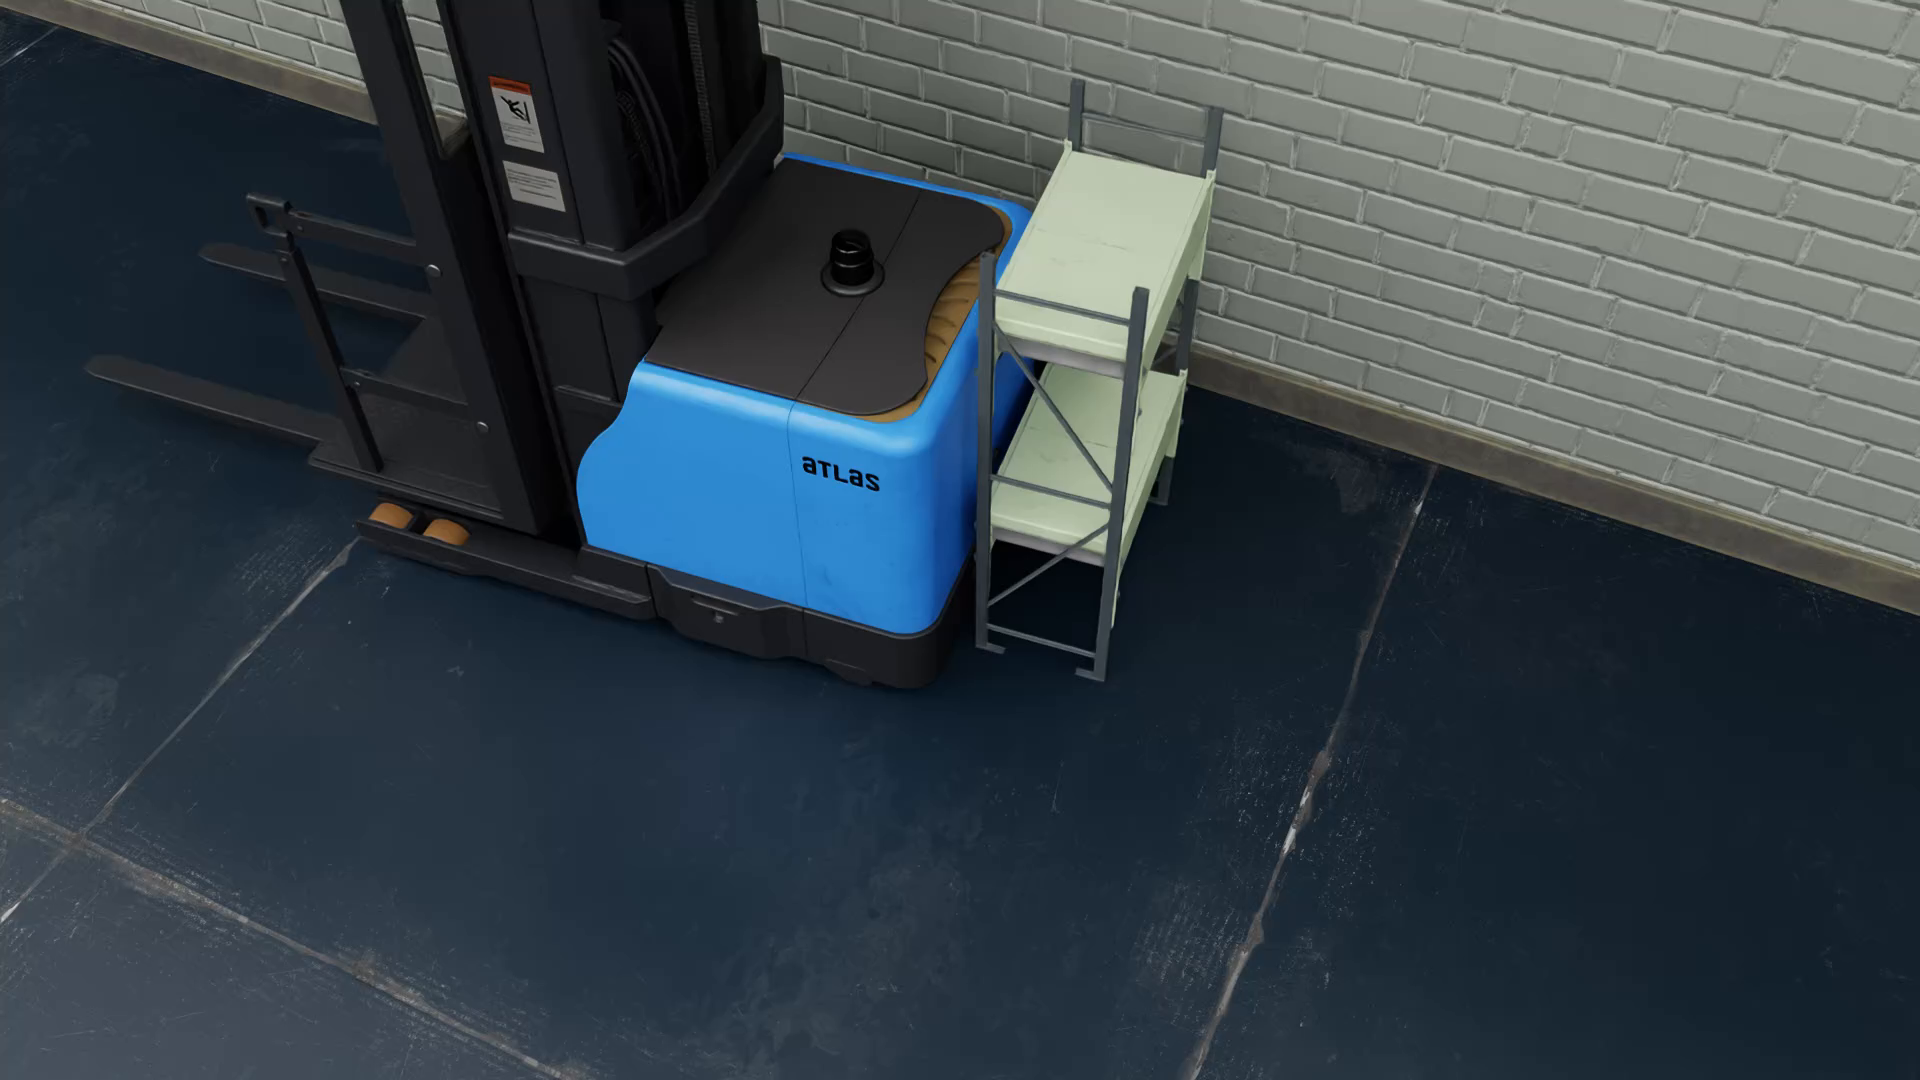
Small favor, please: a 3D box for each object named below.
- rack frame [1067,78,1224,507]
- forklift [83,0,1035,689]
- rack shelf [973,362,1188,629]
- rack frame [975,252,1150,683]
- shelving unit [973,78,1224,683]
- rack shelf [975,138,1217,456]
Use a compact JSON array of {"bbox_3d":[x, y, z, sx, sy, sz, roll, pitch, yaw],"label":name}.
[{"bbox_3d":[0.477,-0.651,4.819,0.400,1.500,0.023,15,51,12],"label":"rack frame"},{"bbox_3d":[-1.334,-1.218,4.362,3.031,2.935,1.130,15,51,13],"label":"forklift"},{"bbox_3d":[0.357,-0.176,4.843,0.431,0.370,0.720,15,51,12],"label":"rack shelf"},{"bbox_3d":[0.237,-0.124,4.371,0.400,1.500,0.023,15,51,12],"label":"rack frame"},{"bbox_3d":[0.357,-0.388,4.595,0.431,1.500,0.755,15,51,12],"label":"shelving unit"},{"bbox_3d":[0.357,-0.640,4.298,0.431,0.370,0.720,15,51,12],"label":"rack shelf"}]
